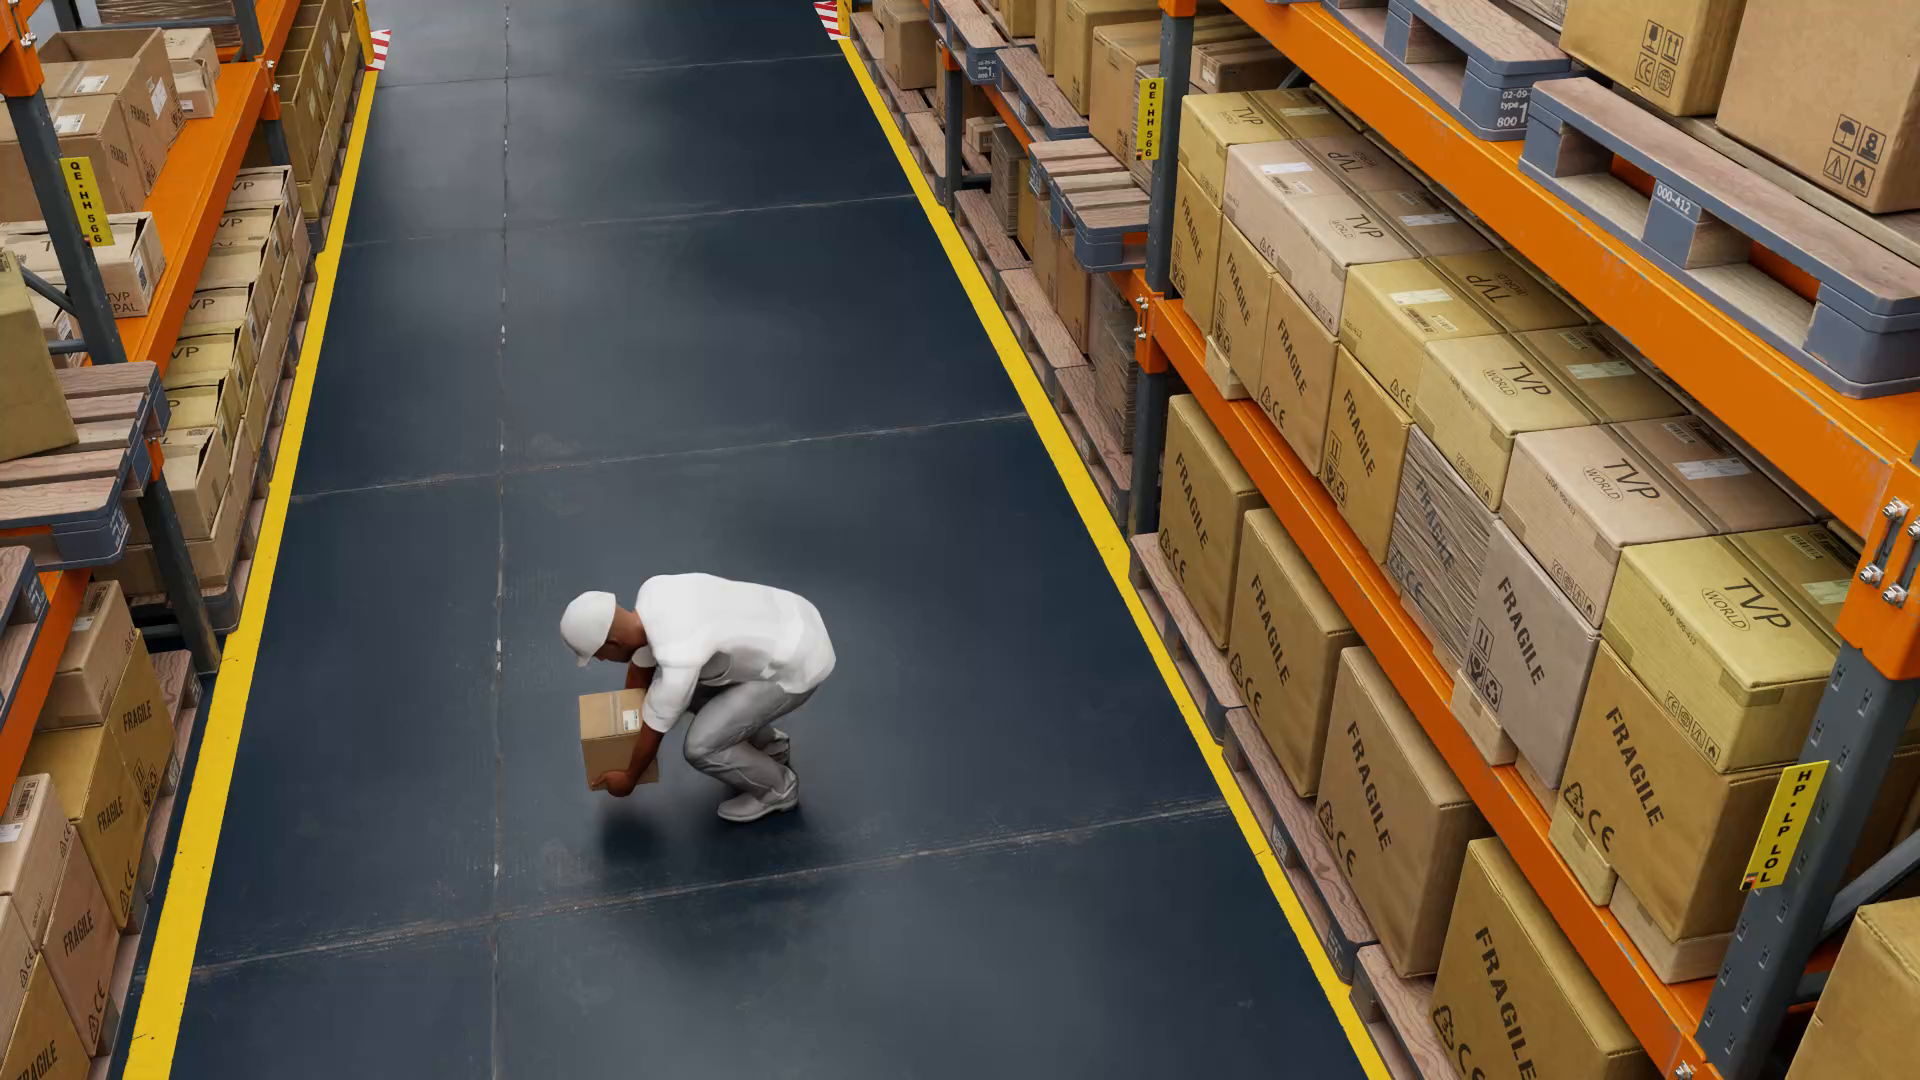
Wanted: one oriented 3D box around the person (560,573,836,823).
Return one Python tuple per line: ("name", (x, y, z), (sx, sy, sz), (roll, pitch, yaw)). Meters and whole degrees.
("person", (-0.914, 0.547, 5.994), (0.934, 1.008, 0.531), (-8, 35, -12))
